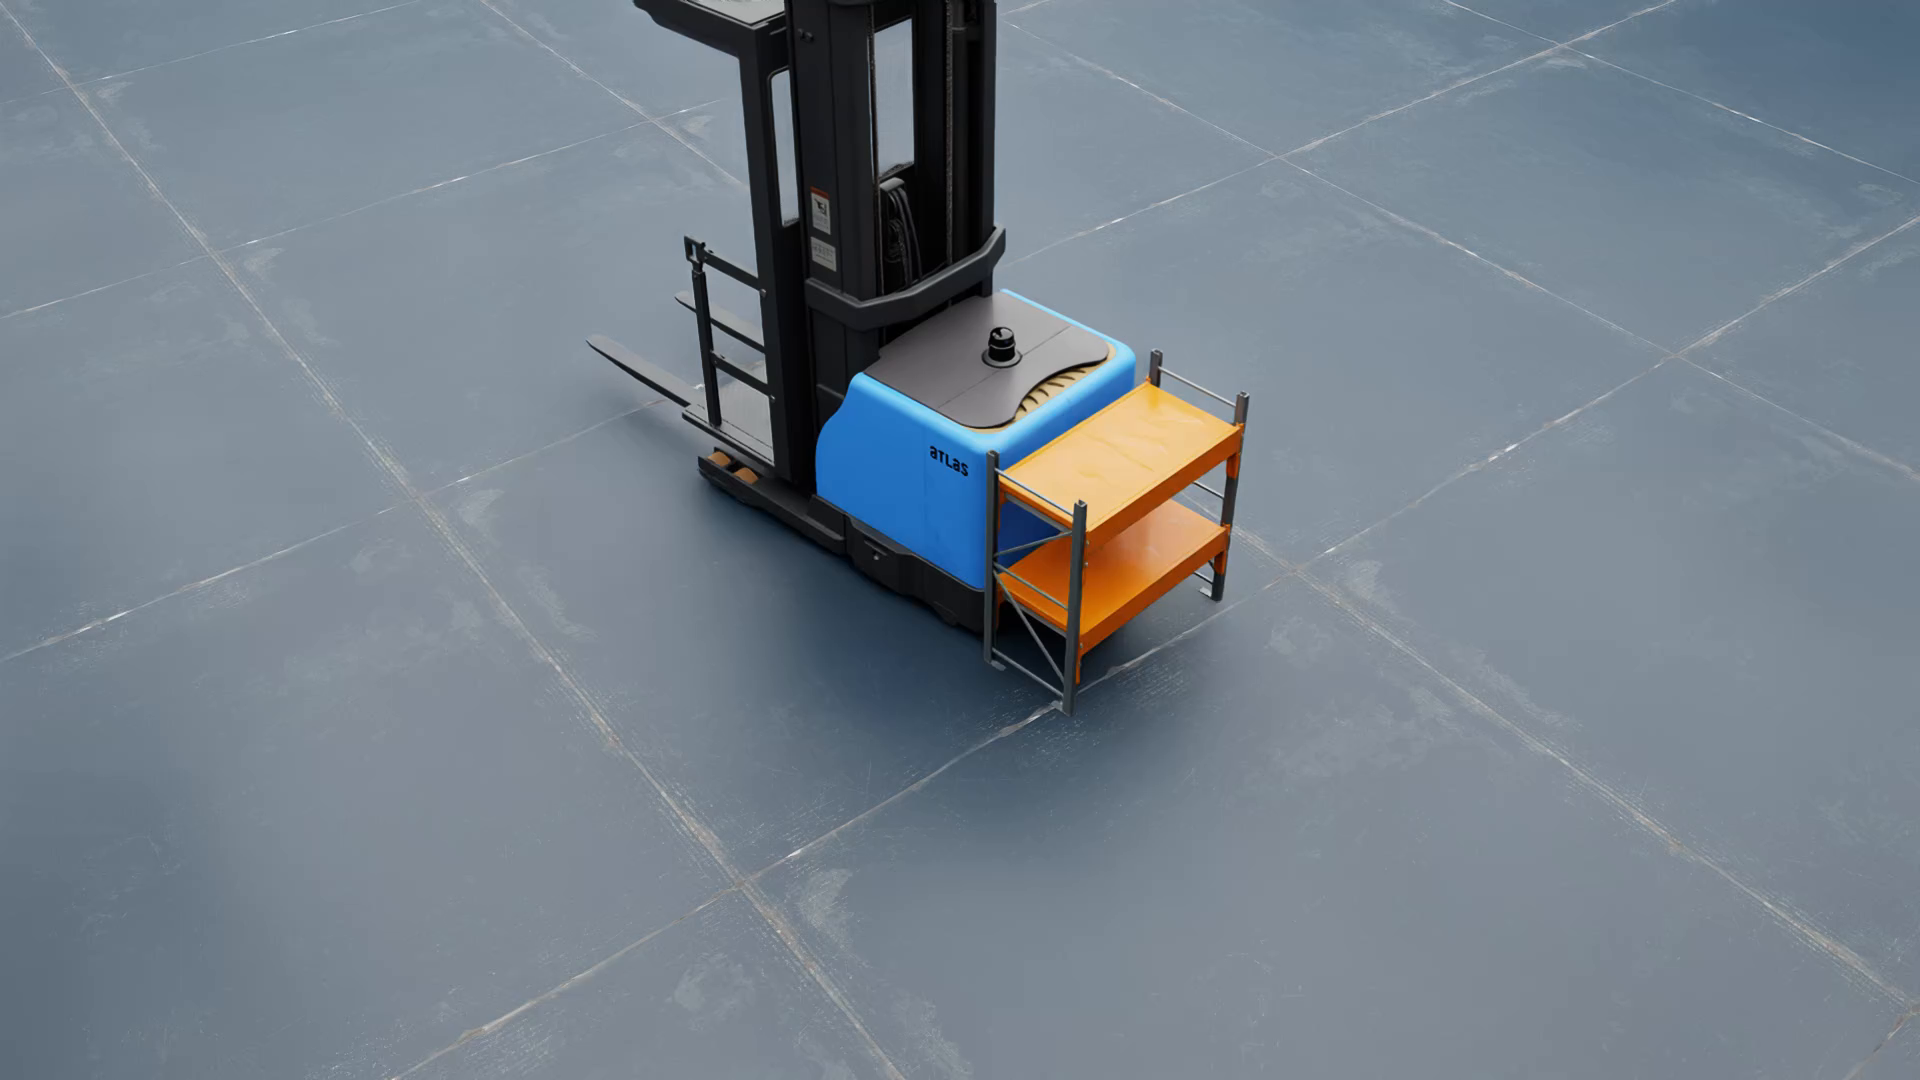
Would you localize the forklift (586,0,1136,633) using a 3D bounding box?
[{"bbox_3d":[-0.647,-1.536,7.444,3.031,2.935,1.130,30,48,31],"label":"forklift"}]

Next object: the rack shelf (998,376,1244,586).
[{"bbox_3d":[0.648,-0.264,6.857,0.538,0.278,1.000,32,49,33],"label":"rack shelf"}]

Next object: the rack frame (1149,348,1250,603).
[{"bbox_3d":[1.003,-0.269,7.324,0.500,1.125,0.032,32,49,33],"label":"rack frame"}]

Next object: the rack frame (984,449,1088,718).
[{"bbox_3d":[0.293,0.192,6.762,0.500,1.125,0.032,32,49,33],"label":"rack frame"}]

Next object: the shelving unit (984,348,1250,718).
[{"bbox_3d":[0.648,-0.038,7.043,0.538,1.125,1.048,32,49,33],"label":"shelving unit"}]

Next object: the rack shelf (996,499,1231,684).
[{"bbox_3d":[0.648,0.151,7.198,0.538,0.278,1.000,32,49,33],"label":"rack shelf"}]
